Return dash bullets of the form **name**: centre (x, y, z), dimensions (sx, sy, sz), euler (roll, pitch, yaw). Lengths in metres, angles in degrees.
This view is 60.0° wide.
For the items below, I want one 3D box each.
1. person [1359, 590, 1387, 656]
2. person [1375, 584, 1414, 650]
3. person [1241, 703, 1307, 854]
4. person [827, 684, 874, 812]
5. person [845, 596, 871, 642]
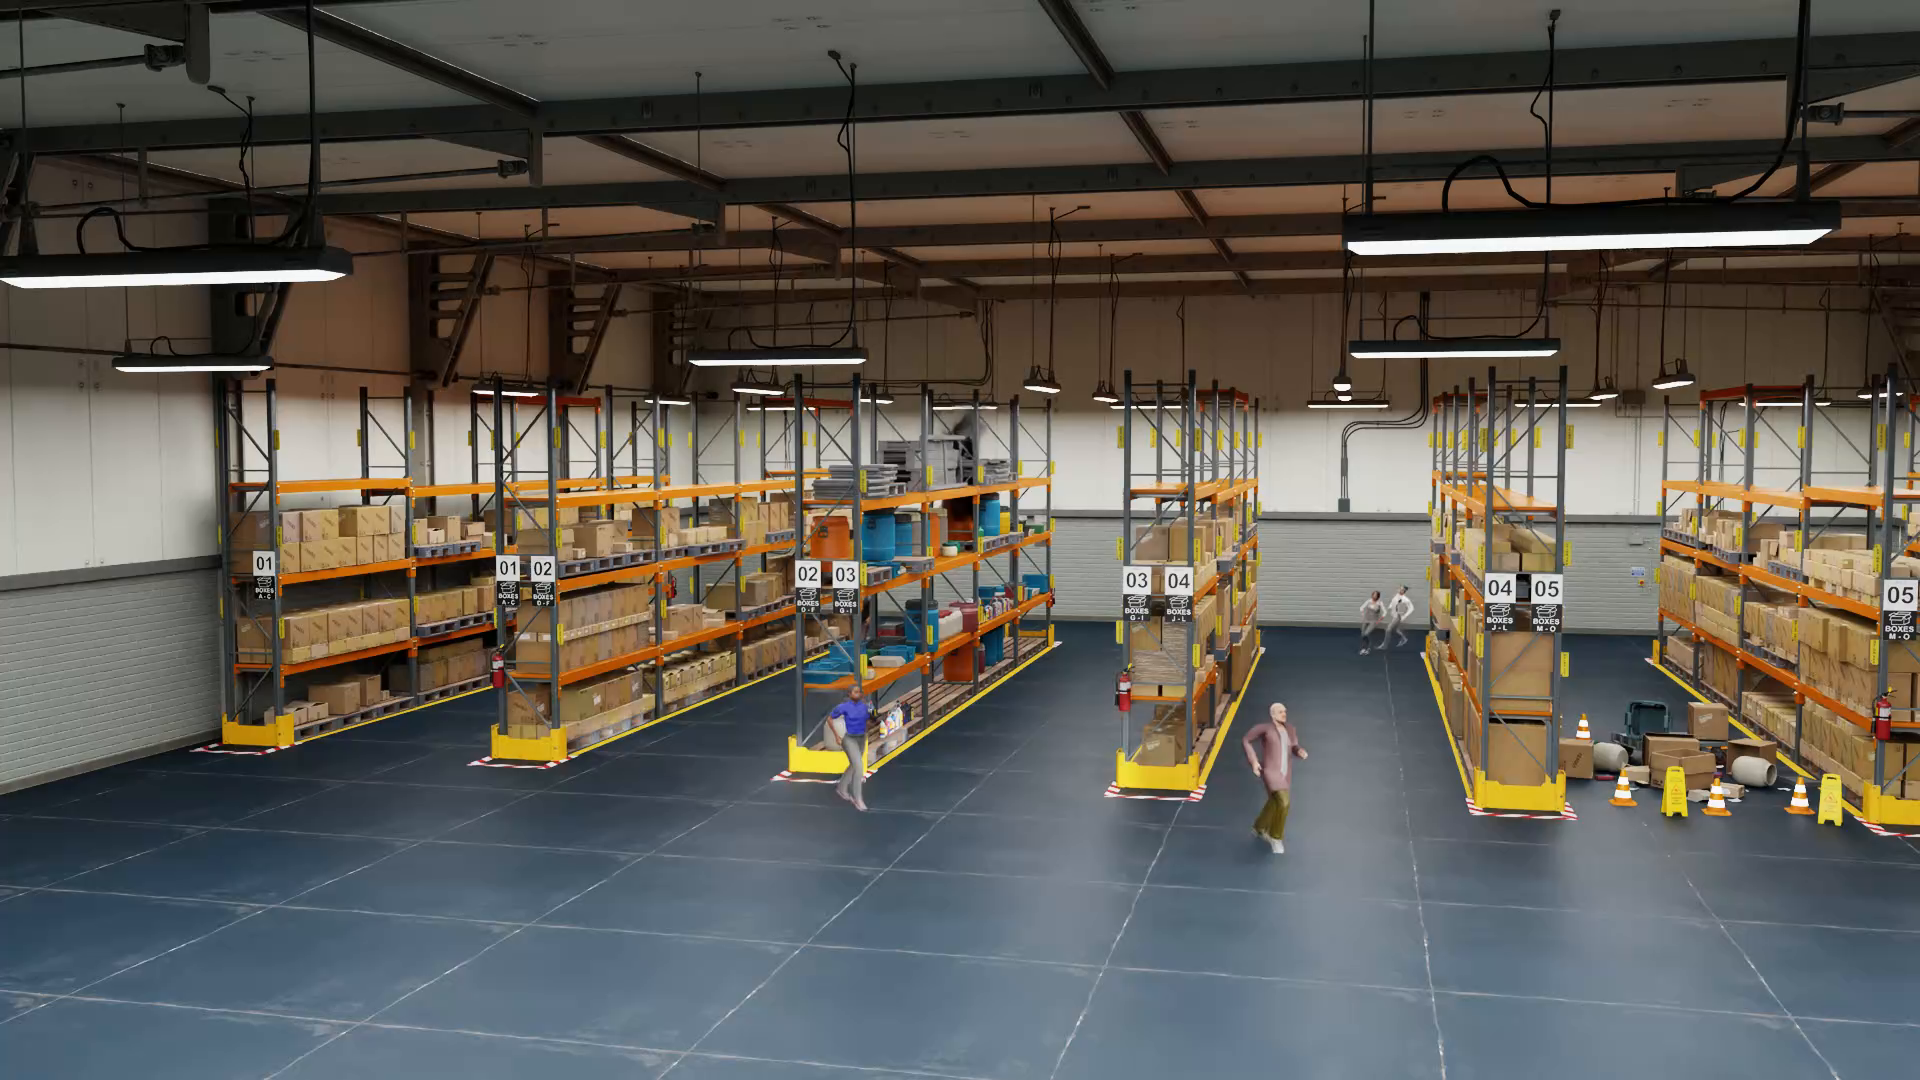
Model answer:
- **person**: centre (9.531, 1.942, 38.616), dimensions (0.639, 1.536, 0.570), euler (3, 5, 42)
- **person**: centre (10.323, 1.821, 39.597), dimensions (0.825, 1.601, 0.790), euler (0, 3, 6)
- **person**: centre (3.880, 2.908, 20.378), dimensions (0.688, 1.840, 0.836), euler (-3, 4, -37)
- **person**: centre (-1.453, 2.815, 22.680), dimensions (0.756, 1.719, 0.549), euler (3, 5, 41)
- **person**: centre (-2.130, 1.762, 35.243), dimensions (0.675, 1.703, 0.500), euler (0, 3, 2)
